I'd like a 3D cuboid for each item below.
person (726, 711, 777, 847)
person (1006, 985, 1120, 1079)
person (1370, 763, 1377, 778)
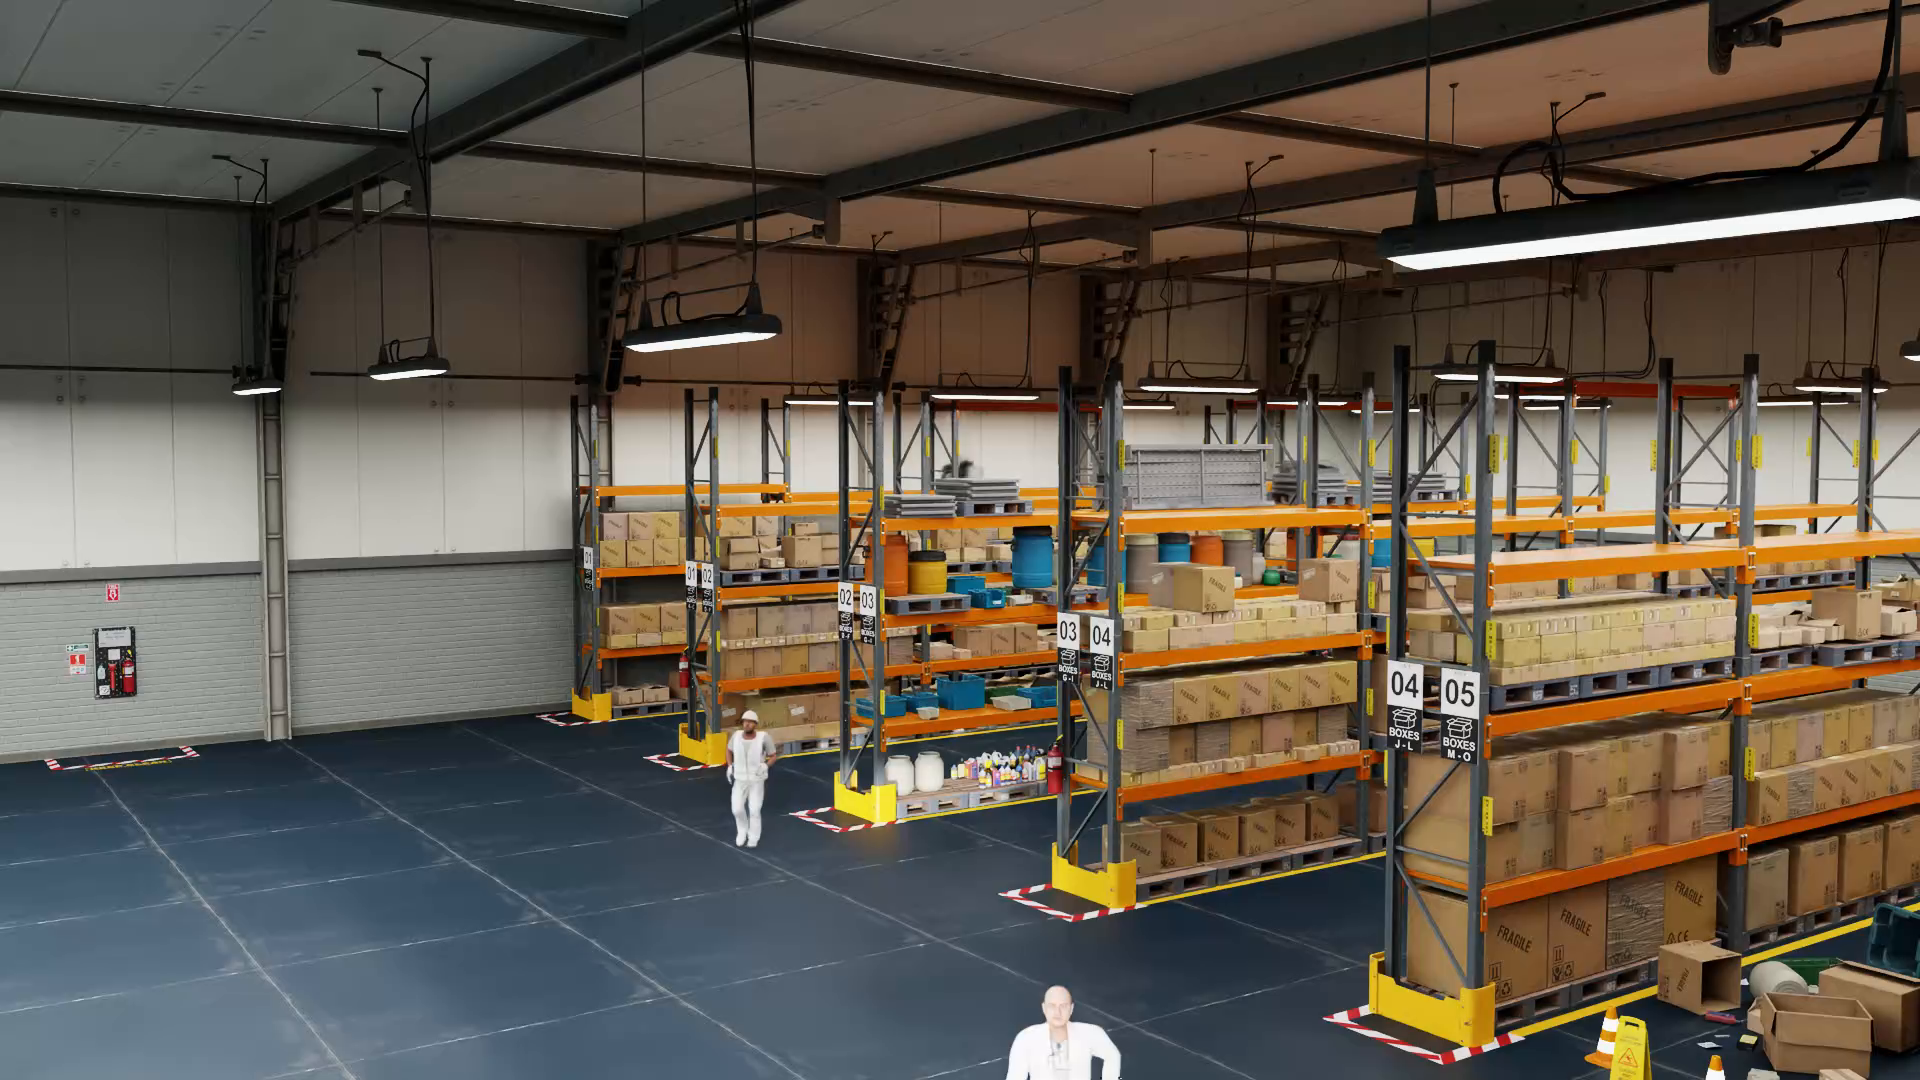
[{"bbox_3d":[-2.650,3.020,20.938,0.685,1.743,0.604,0,3,3],"label":"person"},{"bbox_3d":[0.637,3.659,10.338,0.703,1.750,0.723,0,3,6],"label":"person"},{"bbox_3d":[6.166,2.904,24.086,0.782,1.700,0.553,-2,4,-31],"label":"person"}]
